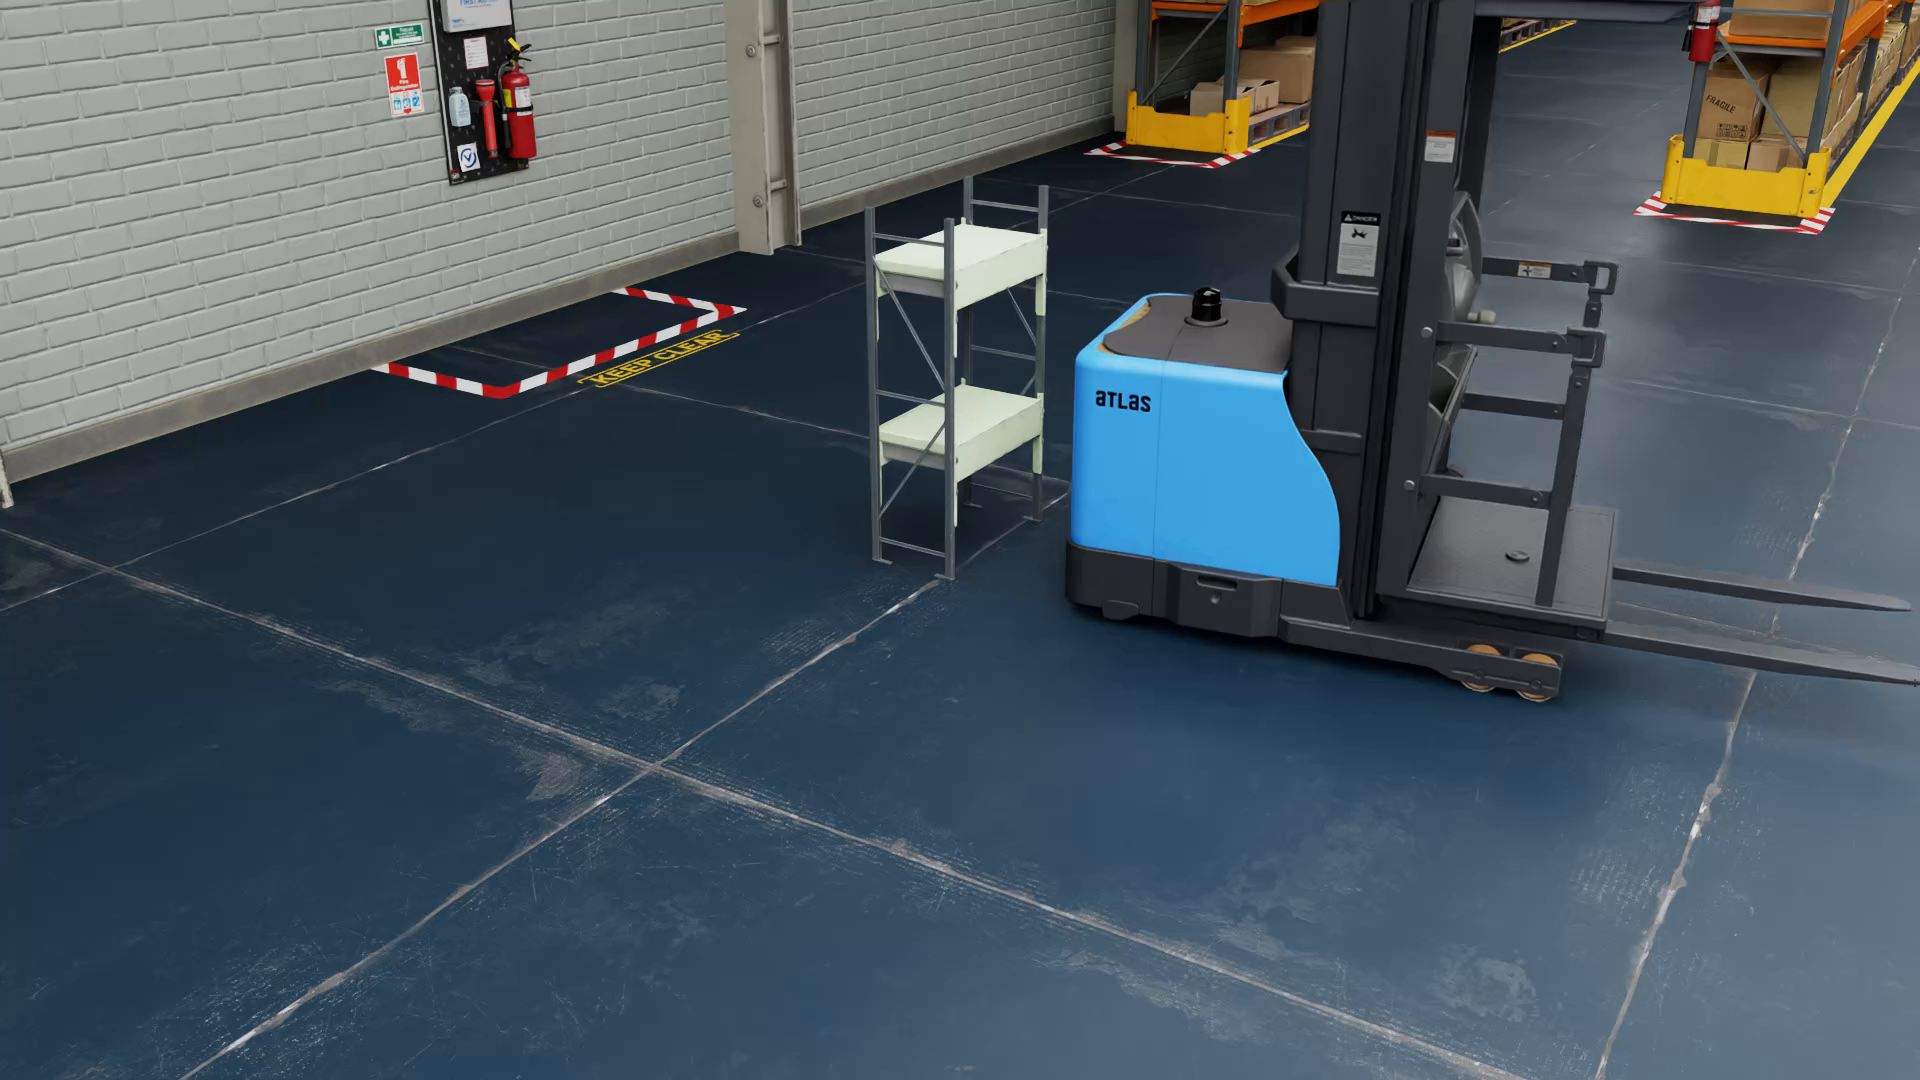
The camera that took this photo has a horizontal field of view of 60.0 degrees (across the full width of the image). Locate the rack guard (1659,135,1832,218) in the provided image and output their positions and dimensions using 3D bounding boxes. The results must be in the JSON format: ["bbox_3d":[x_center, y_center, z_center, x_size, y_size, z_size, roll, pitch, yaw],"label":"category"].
[{"bbox_3d":[6.326,-2.944,13.422,1.175,0.500,0.348,14,27,29],"label":"rack guard"}]

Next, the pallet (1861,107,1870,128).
[{"bbox_3d":[8.805,-4.427,17.210,1.003,0.211,1.213,14,27,29],"label":"pallet"}]

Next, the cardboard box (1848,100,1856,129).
[{"bbox_3d":[8.118,-4.011,15.673,0.500,0.250,0.500,14,27,29],"label":"cardboard box"}]

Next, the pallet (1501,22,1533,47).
[{"bbox_3d":[7.473,-7.217,23.656,1.003,0.211,1.213,14,27,29],"label":"pallet"}]

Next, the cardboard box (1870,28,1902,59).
[{"bbox_3d":[10.223,-5.583,18.597,0.500,0.311,0.500,13,27,28],"label":"cardboard box"}]

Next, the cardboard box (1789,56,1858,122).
[{"bbox_3d":[7.604,-4.015,14.736,0.500,0.500,0.500,14,27,29],"label":"cardboard box"}]

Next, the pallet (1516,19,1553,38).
[{"bbox_3d":[8.116,-7.631,24.611,1.003,0.211,1.213,14,27,29],"label":"pallet"}]

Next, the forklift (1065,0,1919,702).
[{"bbox_3d":[1.983,-1.009,5.892,3.031,2.935,1.130,9,25,20],"label":"forklift"}]

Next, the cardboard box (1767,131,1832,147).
[{"bbox_3d":[7.072,-3.334,14.109,0.500,0.250,0.500,14,27,29],"label":"cardboard box"}]

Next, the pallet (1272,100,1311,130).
[{"bbox_3d":[3.272,-4.559,17.516,1.003,0.211,1.213,14,27,29],"label":"pallet"}]

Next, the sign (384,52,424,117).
[{"bbox_3d":[-3.117,-2.554,9.329,0.001,0.329,0.234,14,27,29],"label":"sign"}]

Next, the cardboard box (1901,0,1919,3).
[{"bbox_3d":[12.384,-6.813,21.804,0.500,0.500,0.500,14,27,29],"label":"cardboard box"}]

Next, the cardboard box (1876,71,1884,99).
[{"bbox_3d":[9.414,-4.812,17.523,0.500,0.250,0.500,13,27,27],"label":"cardboard box"}]

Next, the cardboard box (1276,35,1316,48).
[{"bbox_3d":[3.725,-5.182,18.038,0.500,0.500,0.500,12,26,25],"label":"cardboard box"}]

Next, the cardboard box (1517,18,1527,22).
[{"bbox_3d":[7.760,-7.845,23.774,0.750,0.750,0.750,15,27,31],"label":"cardboard box"}]

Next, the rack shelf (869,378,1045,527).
[{"bbox_3d":[-0.004,-0.387,7.076,0.431,0.370,0.720,14,27,29],"label":"rack shelf"}]

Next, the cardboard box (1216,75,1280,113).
[{"bbox_3d":[2.871,-4.511,16.726,0.500,0.311,0.500,16,28,33],"label":"cardboard box"}]

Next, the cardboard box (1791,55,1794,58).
[{"bbox_3d":[7.411,-4.296,15.387,0.500,0.500,0.500,14,27,29],"label":"cardboard box"}]

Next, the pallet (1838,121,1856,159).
[{"bbox_3d":[7.994,-3.910,16.017,1.003,0.211,1.213,14,27,29],"label":"pallet"}]

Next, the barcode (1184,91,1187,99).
[{"bbox_3d":[2.240,-4.413,16.488,0.001,0.075,0.075,14,27,29],"label":"barcode"}]

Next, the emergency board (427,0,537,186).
[{"bbox_3d":[-2.738,-2.703,9.717,0.194,1.169,0.643,14,27,29],"label":"emergency board"}]

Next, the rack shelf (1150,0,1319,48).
[{"bbox_3d":[3.184,-5.481,17.041,1.077,0.370,4.000,14,27,29],"label":"rack shelf"}]

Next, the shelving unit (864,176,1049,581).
[{"bbox_3d":[-0.004,-0.686,6.947,0.431,1.500,0.755,14,27,29],"label":"shelving unit"}]

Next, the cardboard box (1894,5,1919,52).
[{"bbox_3d":[11.853,-6.471,21.016,0.500,0.500,0.500,13,27,27],"label":"cardboard box"}]

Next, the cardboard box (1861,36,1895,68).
[{"bbox_3d":[9.689,-5.244,17.815,0.500,0.311,0.500,15,27,30],"label":"cardboard box"}]

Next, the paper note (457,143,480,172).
[{"bbox_3d":[-2.890,-2.253,9.788,0.016,0.148,0.142,14,27,29],"label":"paper note"}]

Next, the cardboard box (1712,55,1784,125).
[{"bbox_3d":[6.884,-3.958,14.607,0.500,0.500,0.500,14,27,29],"label":"cardboard box"}]

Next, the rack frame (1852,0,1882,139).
[{"bbox_3d":[8.449,-5.450,16.063,1.000,3.000,0.127,14,27,29],"label":"rack frame"}]

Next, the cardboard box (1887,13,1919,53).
[{"bbox_3d":[11.313,-6.126,20.218,0.500,0.500,0.500,13,27,27],"label":"cardboard box"}]

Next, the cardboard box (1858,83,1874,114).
[{"bbox_3d":[8.872,-4.465,16.720,0.500,0.250,0.500,13,27,28],"label":"cardboard box"}]

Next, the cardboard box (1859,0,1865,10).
[{"bbox_3d":[7.948,-5.165,15.279,0.700,0.500,0.500,14,27,28],"label":"cardboard box"}]

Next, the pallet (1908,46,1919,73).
[{"bbox_3d":[11.629,-6.174,21.246,1.003,0.211,1.213,14,27,29],"label":"pallet"}]

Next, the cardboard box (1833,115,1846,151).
[{"bbox_3d":[7.604,-3.671,14.886,0.500,0.250,0.500,14,27,29],"label":"cardboard box"}]

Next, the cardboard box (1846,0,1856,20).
[{"bbox_3d":[7.410,-4.823,14.490,0.700,0.500,0.500,15,27,31],"label":"cardboard box"}]

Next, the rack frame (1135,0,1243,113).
[{"bbox_3d":[2.129,-5.136,15.339,1.000,3.000,0.127,14,27,29],"label":"rack frame"}]

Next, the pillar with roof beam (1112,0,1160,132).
[{"bbox_3d":[5.420,-7.405,13.028,9.100,9.000,0.400,14,27,29],"label":"pillar with roof beam"}]

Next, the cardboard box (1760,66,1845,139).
[{"bbox_3d":[7.073,-3.678,13.959,0.500,0.500,0.500,14,27,29],"label":"cardboard box"}]

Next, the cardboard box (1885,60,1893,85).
[{"bbox_3d":[9.952,-5.158,18.321,0.500,0.250,0.500,15,27,30],"label":"cardboard box"}]

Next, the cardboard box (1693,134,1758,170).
[{"bbox_3d":[6.371,-3.273,13.968,0.500,0.250,0.500,14,27,29],"label":"cardboard box"}]

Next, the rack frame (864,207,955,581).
[{"bbox_3d":[-0.197,-0.562,6.661,0.400,1.500,0.023,14,27,29],"label":"rack frame"}]

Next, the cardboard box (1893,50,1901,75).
[{"bbox_3d":[10.489,-5.502,19.116,0.500,0.250,0.500,15,27,30],"label":"cardboard box"}]

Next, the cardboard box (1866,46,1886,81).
[{"bbox_3d":[9.147,-4.893,17.003,0.500,0.311,0.500,14,27,28],"label":"cardboard box"}]

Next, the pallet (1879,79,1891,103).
[{"bbox_3d":[10.092,-5.250,19.112,1.003,0.211,1.213,14,27,29],"label":"pallet"}]

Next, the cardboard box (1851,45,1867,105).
[{"bbox_3d":[8.116,-4.356,15.525,0.500,0.500,0.500,14,27,29],"label":"cardboard box"}]

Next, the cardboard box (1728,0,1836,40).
[{"bbox_3d":[6.596,-4.300,13.282,0.700,0.500,0.500,14,27,29],"label":"cardboard box"}]
